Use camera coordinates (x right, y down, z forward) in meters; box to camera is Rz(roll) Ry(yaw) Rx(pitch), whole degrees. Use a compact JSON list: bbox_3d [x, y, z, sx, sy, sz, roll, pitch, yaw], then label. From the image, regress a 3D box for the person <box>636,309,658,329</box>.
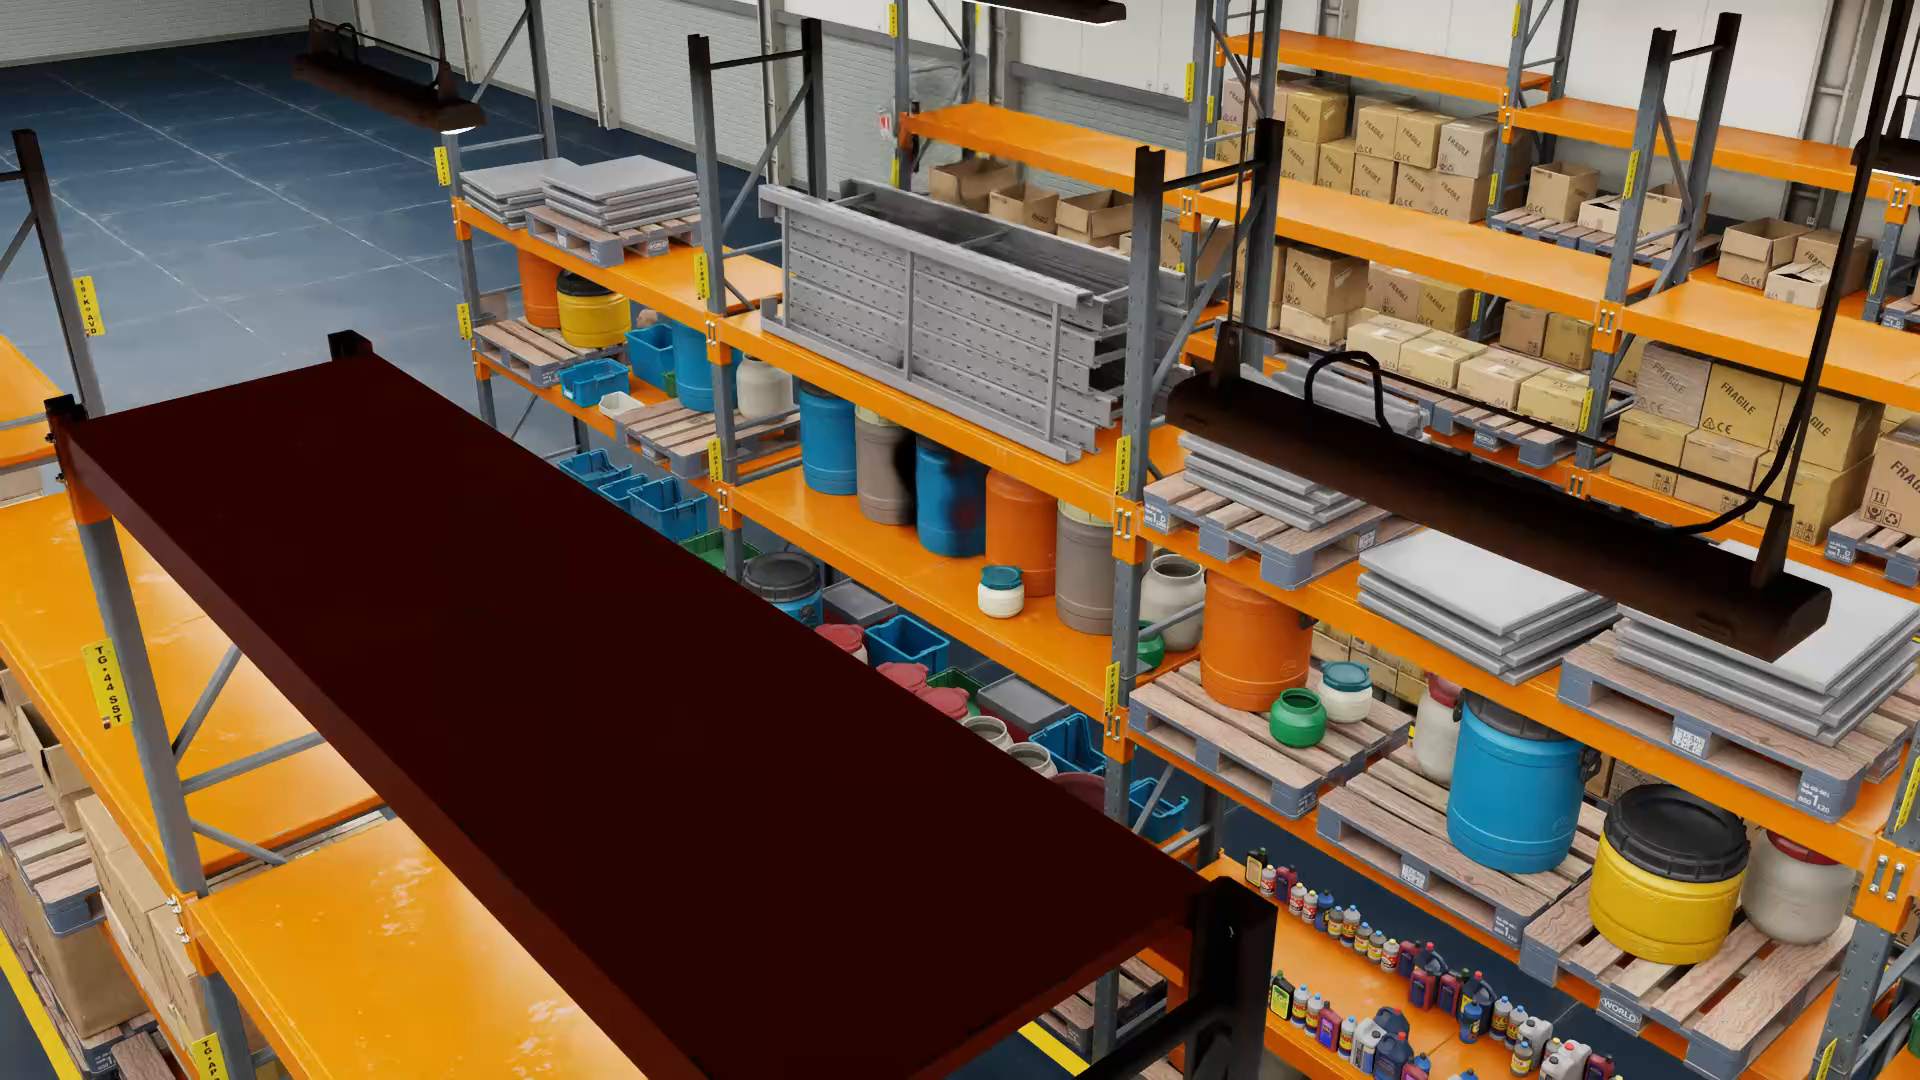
[{"bbox_3d":[-3.582,-1.855,19.297,0.694,1.741,0.706,-6,28,-11],"label":"person"}]
